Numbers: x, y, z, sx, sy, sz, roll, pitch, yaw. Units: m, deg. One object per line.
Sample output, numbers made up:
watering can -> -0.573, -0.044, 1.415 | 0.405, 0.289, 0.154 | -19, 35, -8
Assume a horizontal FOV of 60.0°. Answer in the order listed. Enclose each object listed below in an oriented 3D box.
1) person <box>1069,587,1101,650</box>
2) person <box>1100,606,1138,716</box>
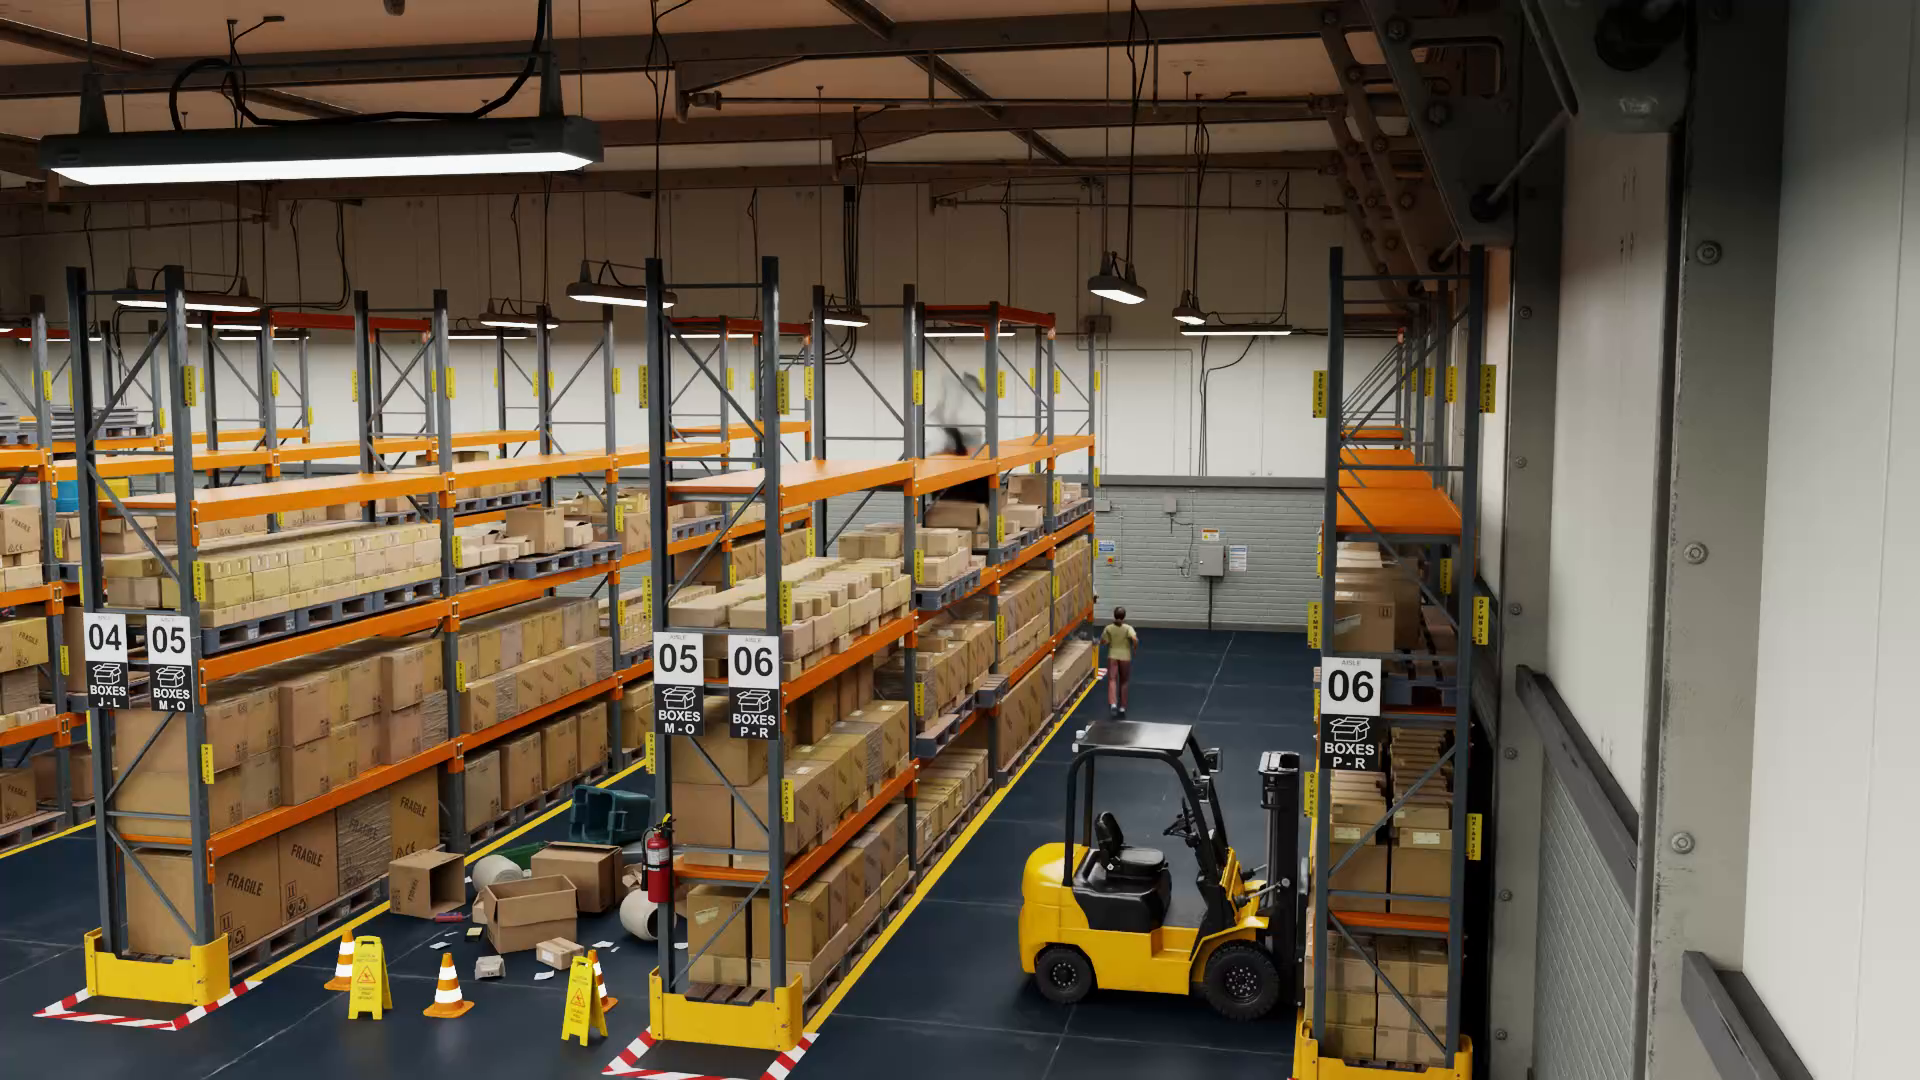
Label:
person -> 2.129, 1.336, 29.549 | 0.610, 1.695, 0.742 | 4, 7, 35
person -> 2.368, 1.806, 24.772 | 0.574, 1.655, 0.969 | 1, 6, 7
